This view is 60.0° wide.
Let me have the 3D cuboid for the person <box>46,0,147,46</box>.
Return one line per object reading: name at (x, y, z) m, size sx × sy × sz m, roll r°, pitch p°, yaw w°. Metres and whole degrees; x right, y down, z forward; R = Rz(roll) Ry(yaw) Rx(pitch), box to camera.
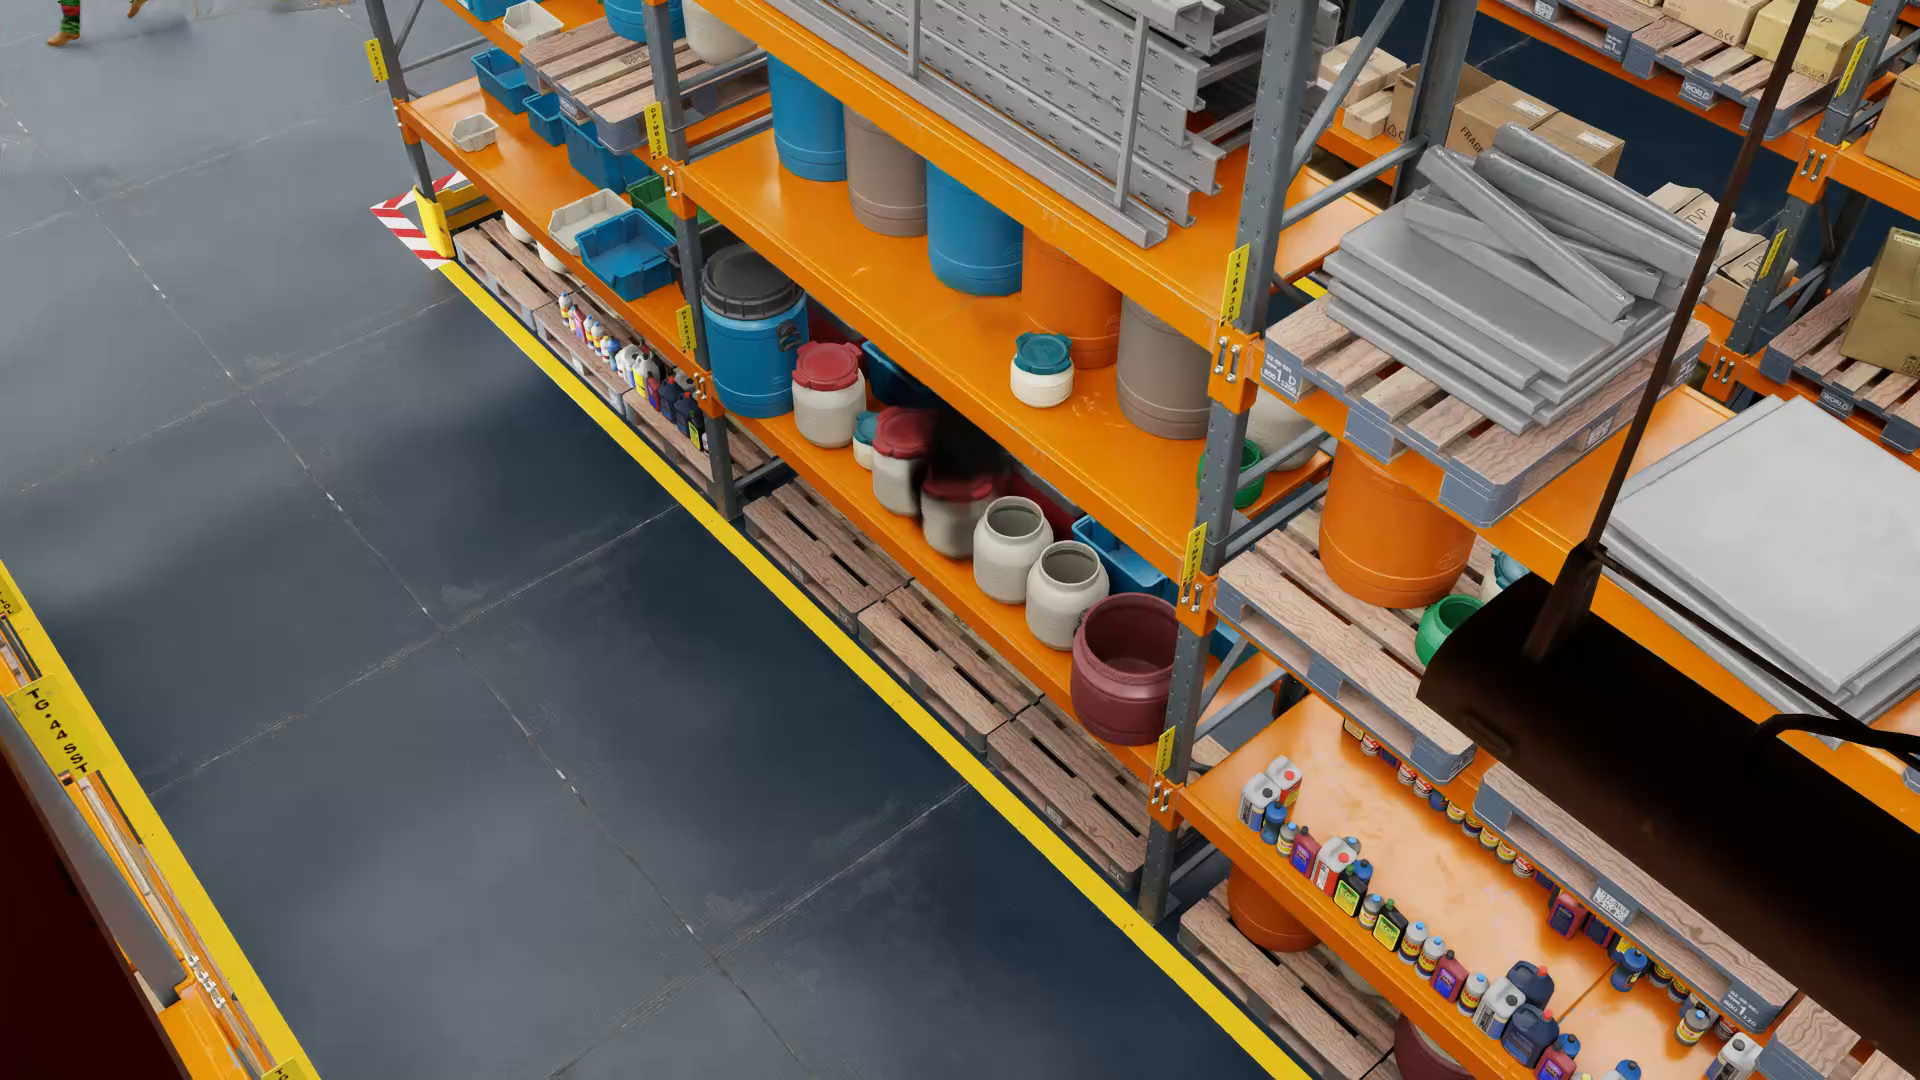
person at (-7.936, -5.326, 14.768) m, size 0.988 × 1.783 × 0.654 m, roll -18°, pitch 49°, yaw -16°
